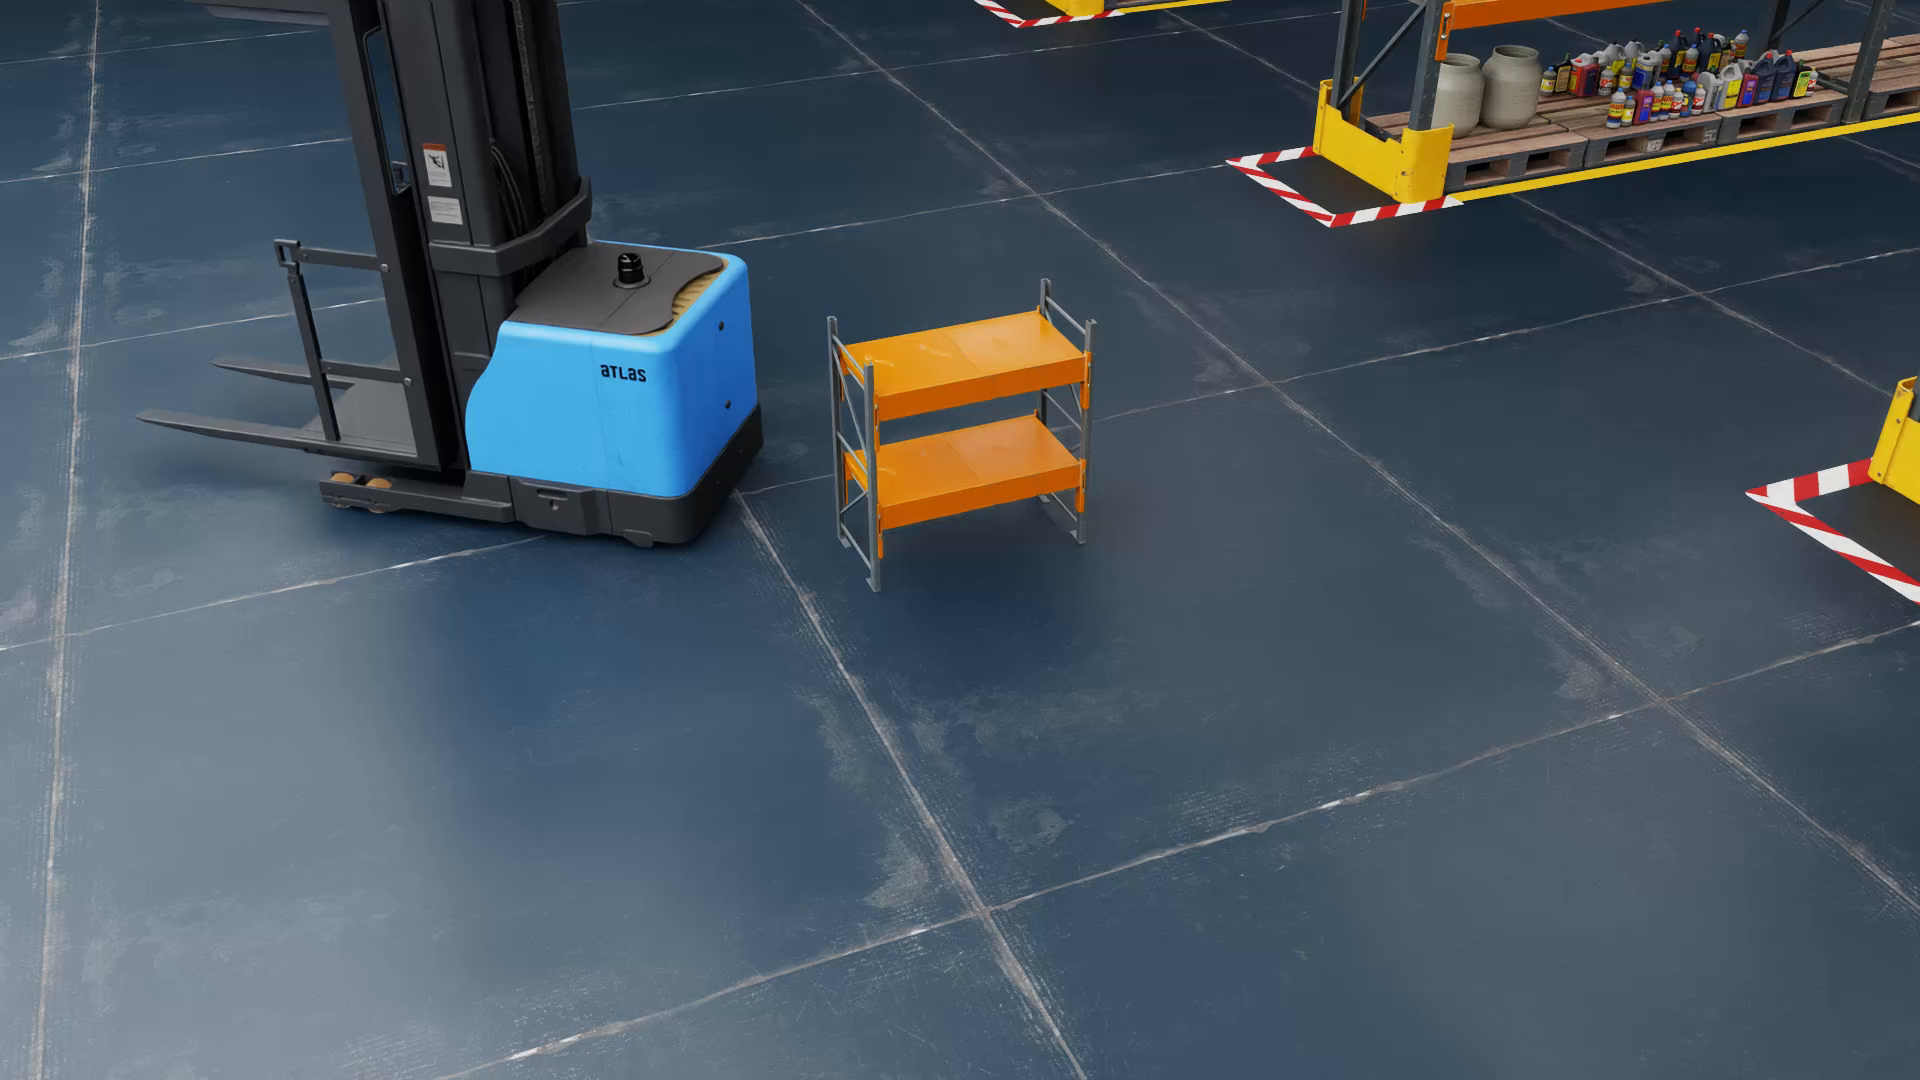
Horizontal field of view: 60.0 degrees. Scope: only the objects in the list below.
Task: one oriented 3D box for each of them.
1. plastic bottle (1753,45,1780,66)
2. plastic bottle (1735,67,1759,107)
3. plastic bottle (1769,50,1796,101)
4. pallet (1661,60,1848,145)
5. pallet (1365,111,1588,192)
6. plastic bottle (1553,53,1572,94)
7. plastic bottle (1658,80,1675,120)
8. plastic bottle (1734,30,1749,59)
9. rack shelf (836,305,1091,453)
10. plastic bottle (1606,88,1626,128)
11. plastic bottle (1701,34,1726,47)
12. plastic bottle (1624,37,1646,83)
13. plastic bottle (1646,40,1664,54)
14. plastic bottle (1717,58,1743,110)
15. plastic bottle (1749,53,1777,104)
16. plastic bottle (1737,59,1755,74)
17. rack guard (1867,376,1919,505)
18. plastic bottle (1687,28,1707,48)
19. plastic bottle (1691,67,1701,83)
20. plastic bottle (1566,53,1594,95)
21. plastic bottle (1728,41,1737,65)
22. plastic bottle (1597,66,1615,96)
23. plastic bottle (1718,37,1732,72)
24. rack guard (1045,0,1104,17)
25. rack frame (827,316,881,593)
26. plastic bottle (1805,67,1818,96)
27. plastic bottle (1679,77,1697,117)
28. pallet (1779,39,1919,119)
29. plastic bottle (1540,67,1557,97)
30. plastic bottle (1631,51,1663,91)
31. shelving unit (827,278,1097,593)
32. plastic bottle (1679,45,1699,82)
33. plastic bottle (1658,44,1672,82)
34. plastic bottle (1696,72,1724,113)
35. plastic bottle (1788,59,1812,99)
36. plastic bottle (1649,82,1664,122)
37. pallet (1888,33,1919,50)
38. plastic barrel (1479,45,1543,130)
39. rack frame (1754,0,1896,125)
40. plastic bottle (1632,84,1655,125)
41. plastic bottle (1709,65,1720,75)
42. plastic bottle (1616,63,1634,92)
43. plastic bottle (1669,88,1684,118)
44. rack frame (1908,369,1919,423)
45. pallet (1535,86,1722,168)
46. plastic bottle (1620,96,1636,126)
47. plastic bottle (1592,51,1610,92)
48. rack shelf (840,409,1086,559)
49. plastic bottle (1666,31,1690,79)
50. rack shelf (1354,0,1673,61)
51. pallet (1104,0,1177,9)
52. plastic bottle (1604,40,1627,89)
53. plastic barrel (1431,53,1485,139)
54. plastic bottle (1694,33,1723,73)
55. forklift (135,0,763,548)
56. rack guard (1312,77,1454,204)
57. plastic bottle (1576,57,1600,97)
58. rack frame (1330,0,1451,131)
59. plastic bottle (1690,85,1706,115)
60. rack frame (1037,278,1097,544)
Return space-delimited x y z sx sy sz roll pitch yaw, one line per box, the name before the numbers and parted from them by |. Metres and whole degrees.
plastic bottle | 6.029 -3.521 12.437 0.185 0.351 0.144 -13 35 -19
plastic bottle | 5.774 -3.325 12.196 0.133 0.283 0.061 -11 35 -16
plastic bottle | 6.085 -3.449 12.325 0.185 0.351 0.144 -14 36 -20
pallet | 5.931 -3.366 12.729 1.213 0.211 1.003 -13 35 -19
pallet | 3.682 -2.851 11.938 1.213 0.211 1.003 -13 35 -19
plastic bottle | 4.503 -3.499 12.464 0.133 0.283 0.061 -12 35 -18
plastic bottle | 5.079 -3.171 11.972 0.097 0.271 0.097 0 33 0
plastic bottle | 6.103 -3.849 13.014 0.097 0.271 0.097 0 33 0
rack shelf | 0.006 -0.718 7.286 1.000 0.278 0.538 -13 35 -19
plastic bottle | 4.671 -3.078 11.828 0.097 0.271 0.097 0 33 0
plastic bottle | 5.816 -3.769 12.887 0.135 0.276 0.152 -12 35 -17
plastic bottle | 5.096 -3.638 12.617 0.185 0.351 0.144 -13 35 -19
plastic bottle | 5.320 -3.686 12.752 0.133 0.283 0.061 -11 35 -17
plastic bottle | 5.610 -3.340 12.158 0.185 0.351 0.144 -13 35 -19
plastic bottle | 5.908 -3.408 12.263 0.185 0.351 0.144 -15 36 -21
plastic bottle | 5.827 -3.446 12.390 0.135 0.276 0.152 -13 35 -19
rack guard | 4.866 -0.289 7.735 0.348 0.500 1.175 -13 35 -19
plastic bottle | 5.662 -3.768 12.816 0.185 0.351 0.144 -12 35 -18
plastic bottle | 5.417 -3.333 12.209 0.133 0.283 0.061 -13 35 -19
plastic bottle | 4.645 -3.501 12.475 0.135 0.276 0.152 -13 35 -19
plastic bottle | 6.010 -3.799 13.000 0.097 0.201 0.097 0 33 0
plastic bottle | 4.839 -3.441 12.450 0.097 0.201 0.097 0 33 0
plastic bottle | 5.858 -3.719 12.803 0.133 0.283 0.061 -13 35 -19
rack guard | 0.942 -5.250 15.360 0.348 0.500 1.175 -13 35 -19
rack frame | -0.462 -0.366 7.280 0.032 1.125 0.500 -13 35 -19
plastic bottle | 6.353 -3.434 12.439 0.097 0.201 0.097 0 33 0
plastic bottle | 5.266 -3.214 12.038 0.097 0.271 0.097 0 33 0
pallet | 7.276 -3.672 13.200 1.213 0.211 1.003 -13 35 -19
plastic bottle | 4.402 -3.431 12.435 0.097 0.201 0.097 0 33 0
plastic bottle | 5.176 -3.538 12.531 0.135 0.276 0.152 -13 35 -19
shelving unit | 0.006 -0.473 7.445 1.048 1.125 0.538 -13 35 -19
plastic bottle | 5.575 -3.643 12.697 0.097 0.271 0.097 0 33 0
plastic bottle | 5.367 -3.645 12.700 0.097 0.271 0.097 0 33 0
plastic bottle | 5.458 -3.276 12.129 0.135 0.276 0.152 -12 35 -18
plastic bottle | 6.251 -3.434 12.364 0.133 0.283 0.061 -11 35 -17
plastic bottle | 4.987 -3.150 11.939 0.097 0.271 0.097 0 33 0
pallet | 8.402 -3.932 13.599 1.213 0.211 1.003 -13 35 -19
plastic barrel | 3.918 -3.227 11.856 0.421 0.512 0.421 0 33 0
rack frame | 6.567 -4.655 12.155 0.127 3.000 1.000 -13 35 -19
plastic bottle | 4.887 -3.121 11.884 0.133 0.283 0.061 -12 35 -18
plastic bottle | 5.546 -3.358 12.247 0.133 0.283 0.061 -13 35 -19
plastic bottle | 5.012 -3.485 12.518 0.097 0.201 0.097 0 33 0
plastic bottle | 5.171 -3.163 12.023 0.097 0.201 0.097 0 33 0
rack frame | 4.796 -1.320 7.029 0.127 3.000 1.000 -13 35 -19
pallet | 4.805 -3.106 12.330 1.213 0.211 1.003 -13 35 -19
plastic bottle | 4.766 -3.070 11.881 0.097 0.201 0.097 0 33 0
plastic bottle | 4.773 -3.531 12.520 0.135 0.276 0.152 -14 36 -20
rack shelf | 0.006 -0.268 7.579 1.000 0.278 0.538 -13 35 -19
plastic bottle | 5.488 -3.728 12.755 0.185 0.351 0.144 -14 36 -21
rack shelf | 4.723 -3.932 11.702 4.000 0.370 1.077 -13 35 -19
pallet | 1.653 -5.316 15.727 1.213 0.211 1.003 -13 35 -19
plastic bottle | 4.924 -3.599 12.556 0.185 0.351 0.144 -11 35 -17
plastic barrel | 3.456 -3.122 11.693 0.421 0.512 0.421 0 33 0
plastic bottle | 5.718 -3.695 12.704 0.185 0.351 0.144 -13 35 -19
forklift | -2.564 -1.624 7.558 3.031 2.935 1.130 8 34 12
rack guard | 2.931 -2.803 11.599 0.348 0.500 1.175 -13 35 -19
plastic bottle | 4.687 -3.451 12.391 0.133 0.283 0.061 -13 35 -19
rack frame | 2.879 -3.811 10.857 0.127 3.000 1.000 -13 35 -19
plastic bottle | 5.360 -3.206 12.090 0.097 0.201 0.097 0 33 0
rack frame | 0.475 -0.580 7.610 0.032 1.125 0.500 -13 35 -19
